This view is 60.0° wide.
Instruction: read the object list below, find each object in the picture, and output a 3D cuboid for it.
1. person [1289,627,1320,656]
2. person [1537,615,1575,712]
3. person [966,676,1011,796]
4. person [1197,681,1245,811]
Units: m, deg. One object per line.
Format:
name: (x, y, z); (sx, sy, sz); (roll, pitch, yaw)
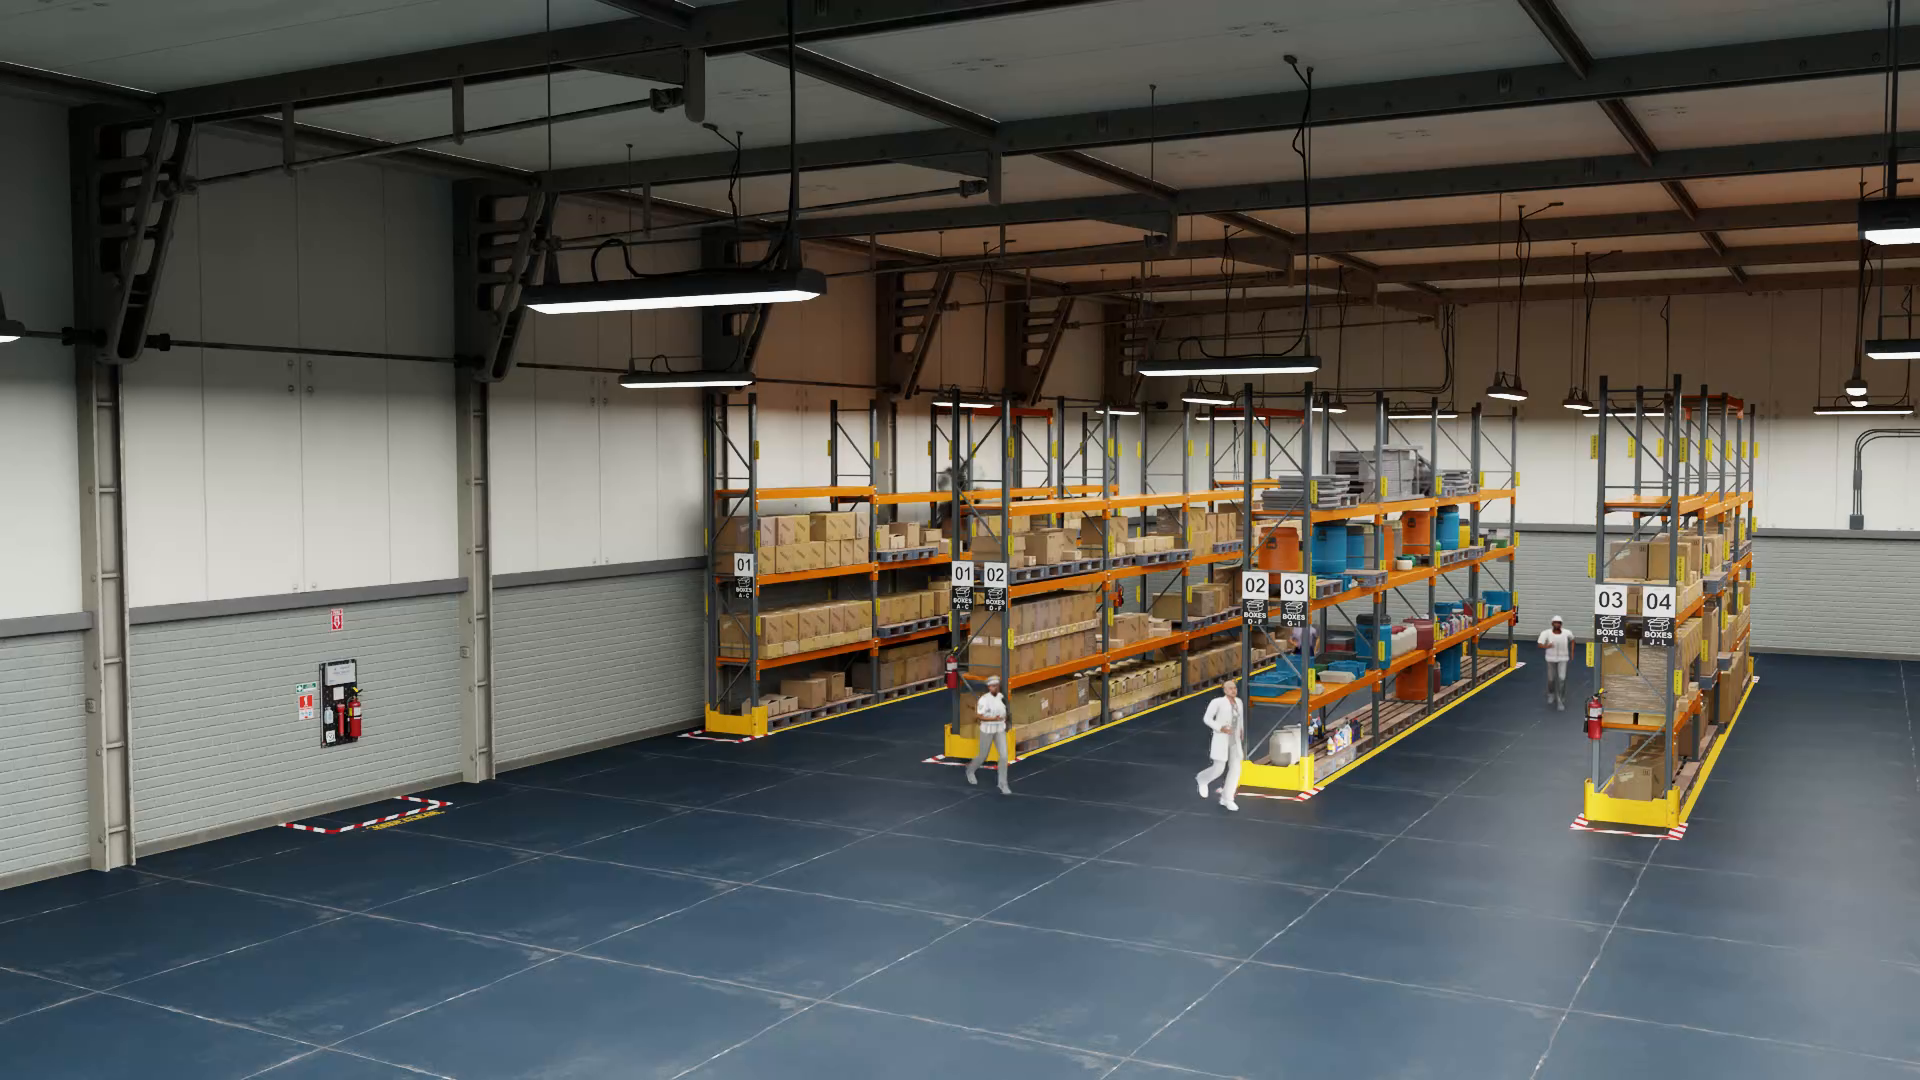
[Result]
person: (7.083, 2.346, 34.195); (0.613, 1.615, 0.723); (1, 3, 18)
person: (11.549, 2.365, 32.237); (0.703, 1.823, 0.833); (1, 3, 17)
person: (0.457, 2.836, 24.441); (0.587, 1.734, 0.924); (-2, 4, -28)
person: (3.747, 2.863, 23.473); (0.723, 1.773, 0.900); (-1, 3, -23)
